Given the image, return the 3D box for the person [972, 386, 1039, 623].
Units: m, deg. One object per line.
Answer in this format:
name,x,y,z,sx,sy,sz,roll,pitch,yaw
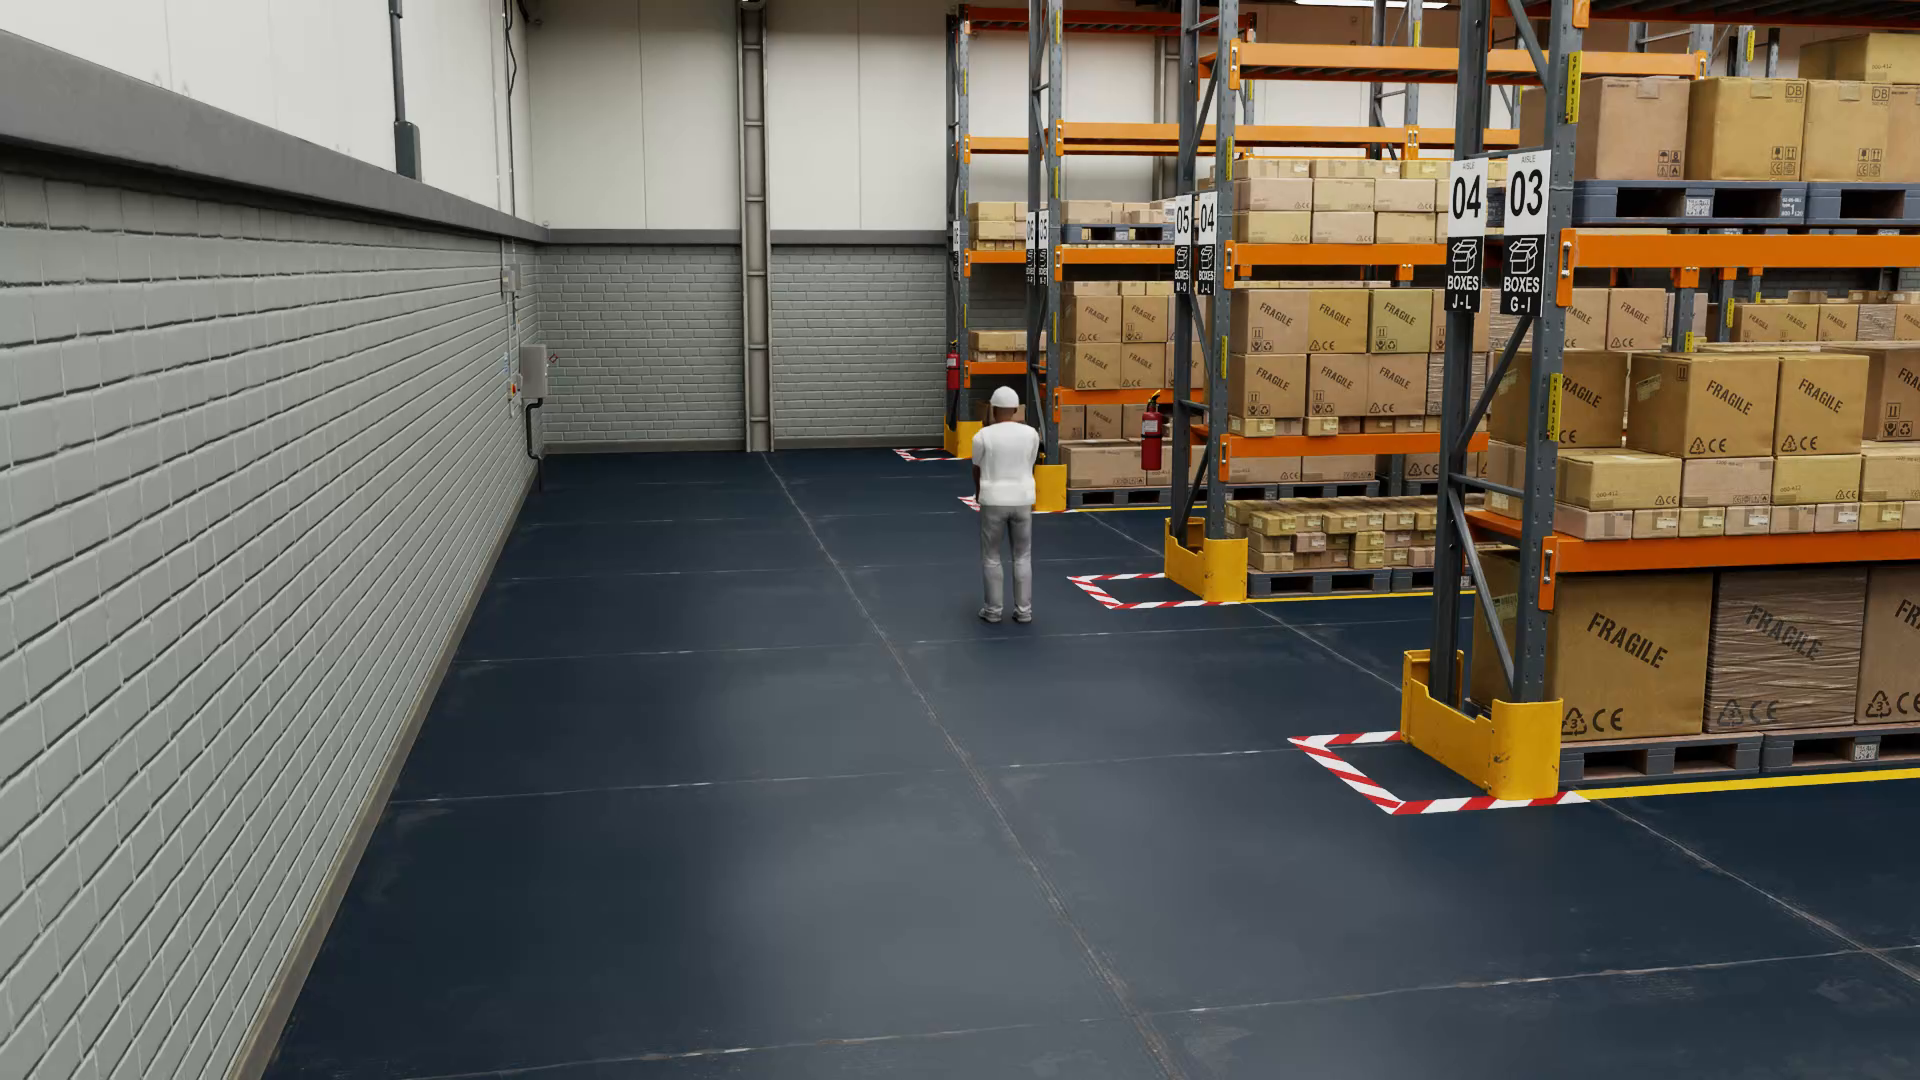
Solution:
person,0.313,-0.279,12.476,0.505,1.763,0.567,-2,10,-11
